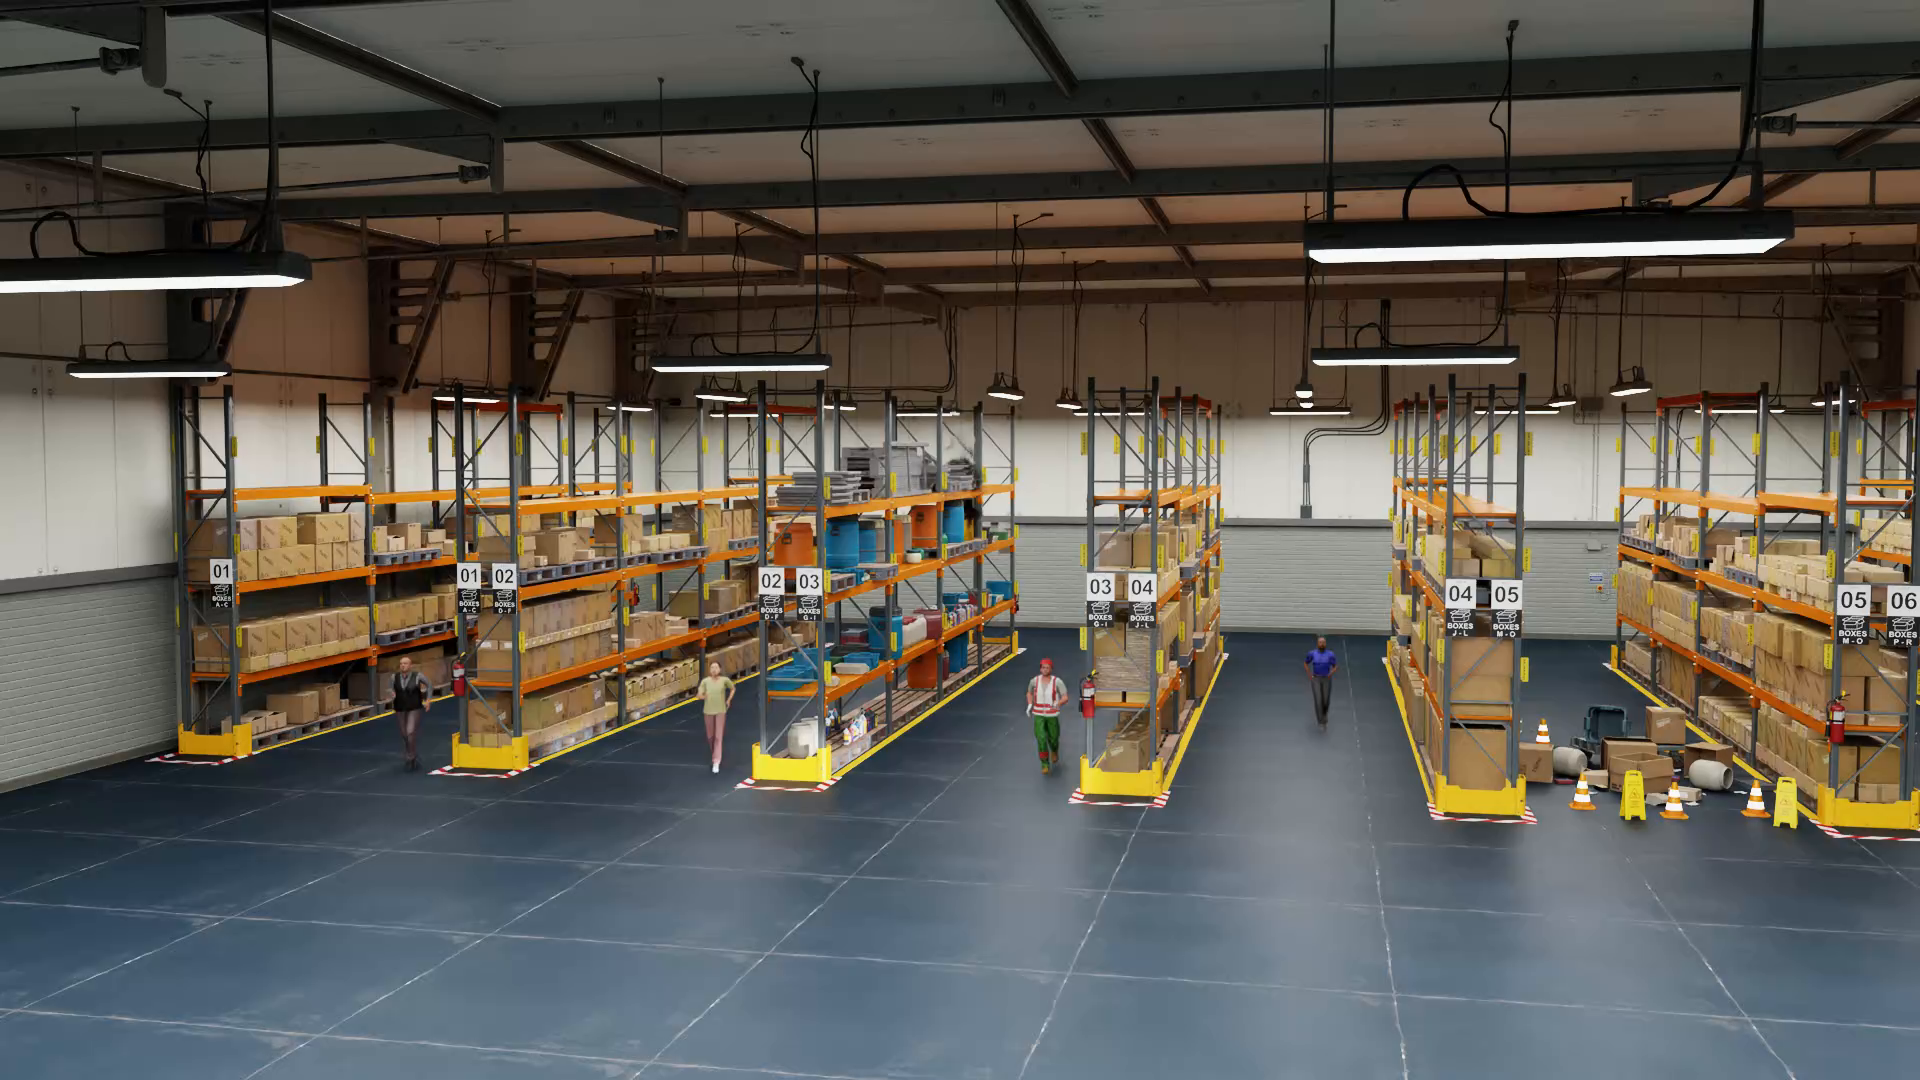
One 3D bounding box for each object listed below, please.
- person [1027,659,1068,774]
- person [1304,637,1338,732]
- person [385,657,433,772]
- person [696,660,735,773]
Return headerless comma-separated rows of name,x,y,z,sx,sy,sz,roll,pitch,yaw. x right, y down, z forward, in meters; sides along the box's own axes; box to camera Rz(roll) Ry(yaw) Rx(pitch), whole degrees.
person,1.336,2.692,25.566,0.657,1.755,0.760,1,3,11
person,6.417,2.536,29.589,0.589,1.652,0.730,0,3,7
person,-8.630,2.702,26.039,0.675,1.764,0.829,0,3,4
person,-3.791,2.704,25.745,0.579,1.650,0.918,0,3,0
